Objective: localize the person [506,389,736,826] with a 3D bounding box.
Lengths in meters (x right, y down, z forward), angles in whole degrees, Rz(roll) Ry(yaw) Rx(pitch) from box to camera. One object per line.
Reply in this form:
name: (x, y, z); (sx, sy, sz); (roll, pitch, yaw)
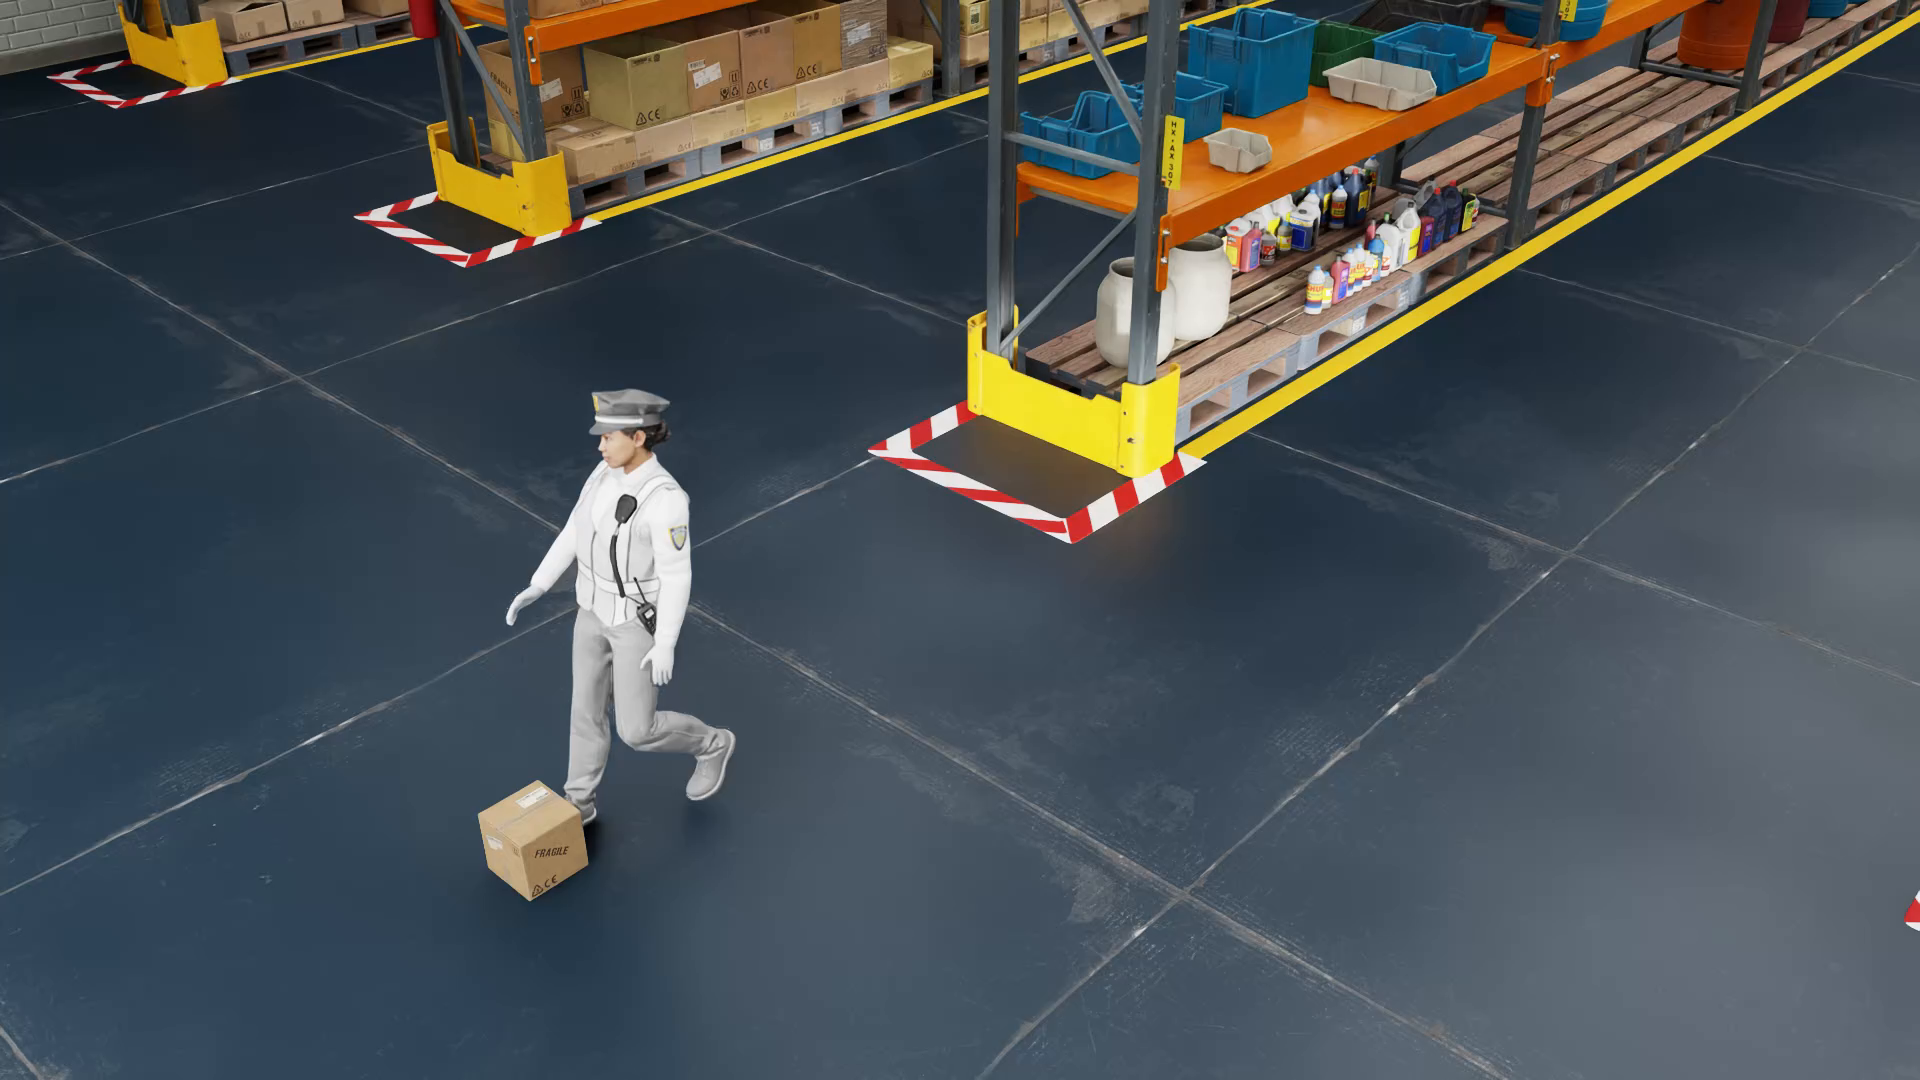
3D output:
person: (-1.212, 0.285, 5.667); (0.793, 1.622, 0.561); (-26, 40, -35)
